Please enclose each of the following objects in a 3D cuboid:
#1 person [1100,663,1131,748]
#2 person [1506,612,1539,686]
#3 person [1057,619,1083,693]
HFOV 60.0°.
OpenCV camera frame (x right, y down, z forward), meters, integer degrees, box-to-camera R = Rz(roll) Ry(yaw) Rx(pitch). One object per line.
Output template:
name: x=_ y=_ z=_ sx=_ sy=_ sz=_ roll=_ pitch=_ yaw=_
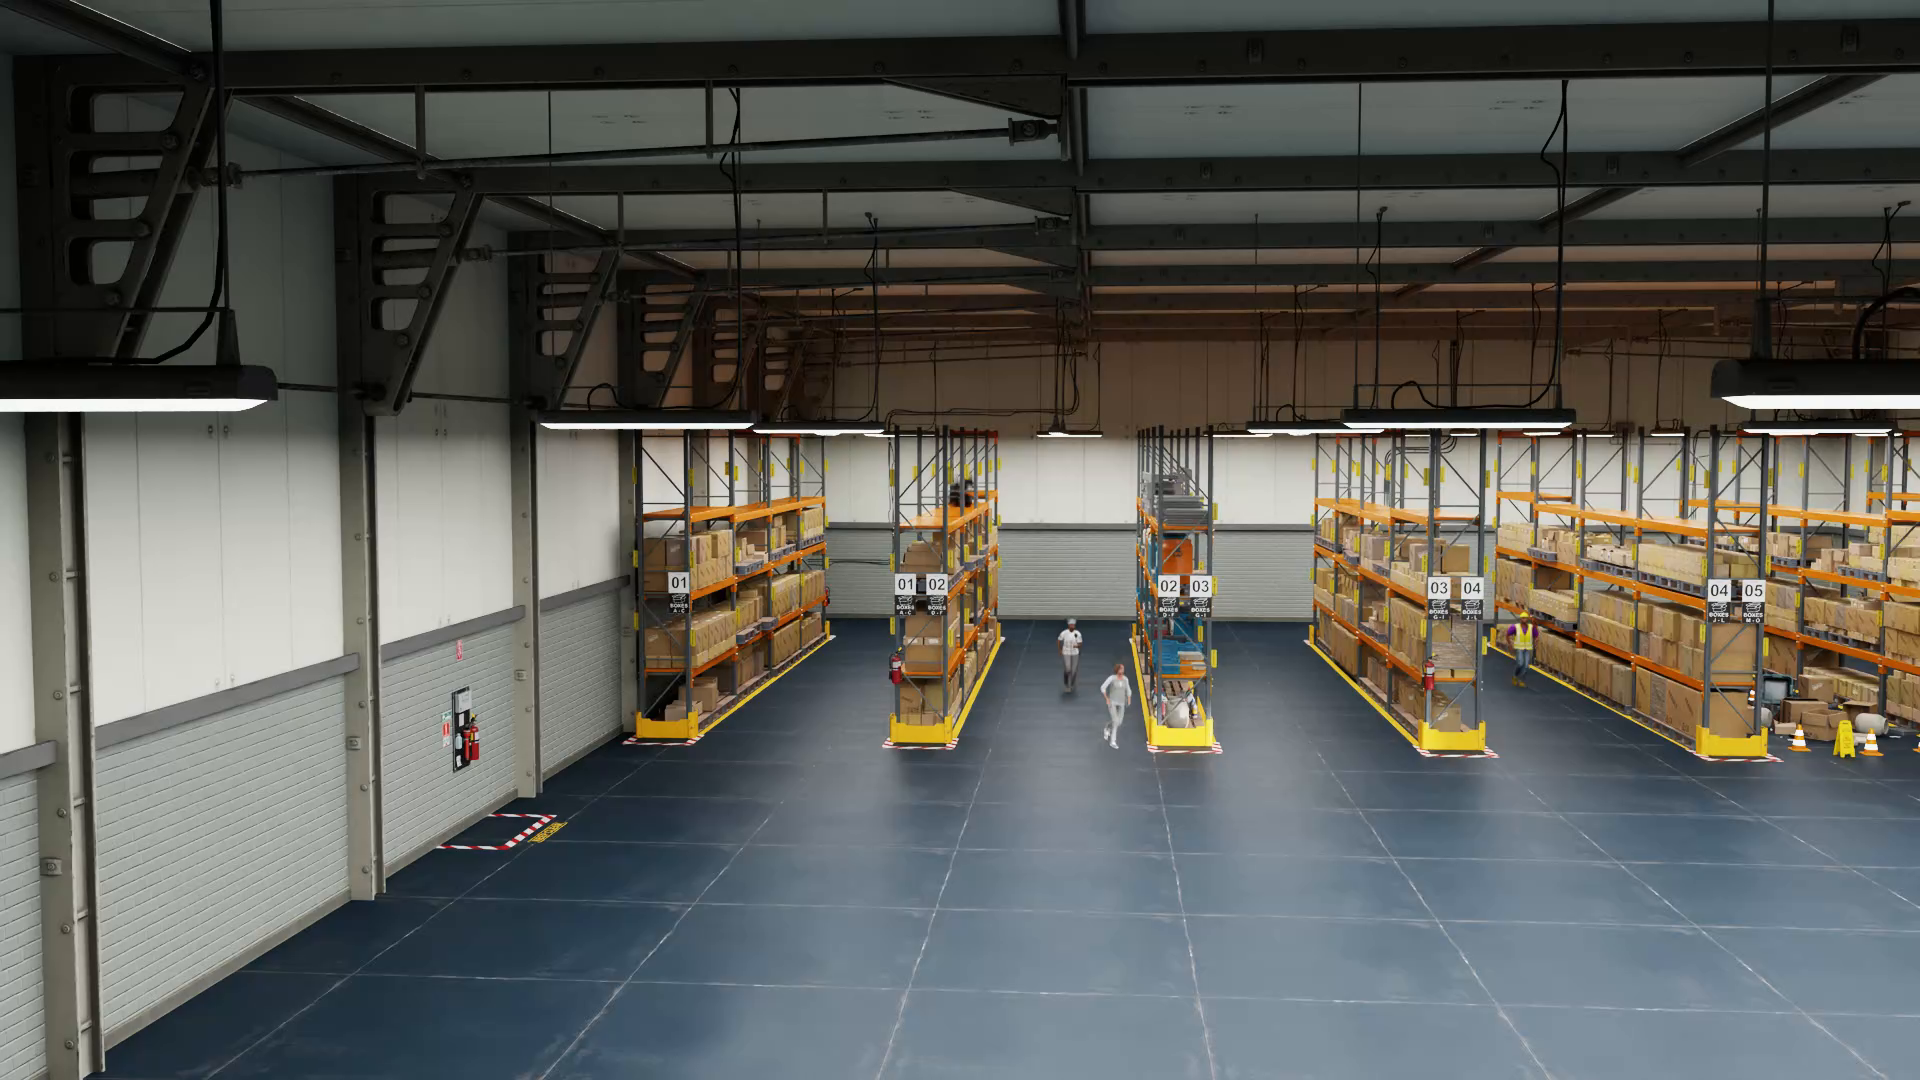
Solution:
person: x=2.916 y=3.085 z=31.175 sx=0.590 sy=1.566 sz=0.581 roll=-1 pitch=4 yaw=-21
person: x=13.038 y=2.538 z=38.439 sx=0.704 sy=1.733 sz=0.612 roll=0 pitch=3 yaw=2
person: x=2.502 y=2.618 z=37.626 sx=0.546 sy=1.695 sz=0.676 roll=0 pitch=3 yaw=-6
